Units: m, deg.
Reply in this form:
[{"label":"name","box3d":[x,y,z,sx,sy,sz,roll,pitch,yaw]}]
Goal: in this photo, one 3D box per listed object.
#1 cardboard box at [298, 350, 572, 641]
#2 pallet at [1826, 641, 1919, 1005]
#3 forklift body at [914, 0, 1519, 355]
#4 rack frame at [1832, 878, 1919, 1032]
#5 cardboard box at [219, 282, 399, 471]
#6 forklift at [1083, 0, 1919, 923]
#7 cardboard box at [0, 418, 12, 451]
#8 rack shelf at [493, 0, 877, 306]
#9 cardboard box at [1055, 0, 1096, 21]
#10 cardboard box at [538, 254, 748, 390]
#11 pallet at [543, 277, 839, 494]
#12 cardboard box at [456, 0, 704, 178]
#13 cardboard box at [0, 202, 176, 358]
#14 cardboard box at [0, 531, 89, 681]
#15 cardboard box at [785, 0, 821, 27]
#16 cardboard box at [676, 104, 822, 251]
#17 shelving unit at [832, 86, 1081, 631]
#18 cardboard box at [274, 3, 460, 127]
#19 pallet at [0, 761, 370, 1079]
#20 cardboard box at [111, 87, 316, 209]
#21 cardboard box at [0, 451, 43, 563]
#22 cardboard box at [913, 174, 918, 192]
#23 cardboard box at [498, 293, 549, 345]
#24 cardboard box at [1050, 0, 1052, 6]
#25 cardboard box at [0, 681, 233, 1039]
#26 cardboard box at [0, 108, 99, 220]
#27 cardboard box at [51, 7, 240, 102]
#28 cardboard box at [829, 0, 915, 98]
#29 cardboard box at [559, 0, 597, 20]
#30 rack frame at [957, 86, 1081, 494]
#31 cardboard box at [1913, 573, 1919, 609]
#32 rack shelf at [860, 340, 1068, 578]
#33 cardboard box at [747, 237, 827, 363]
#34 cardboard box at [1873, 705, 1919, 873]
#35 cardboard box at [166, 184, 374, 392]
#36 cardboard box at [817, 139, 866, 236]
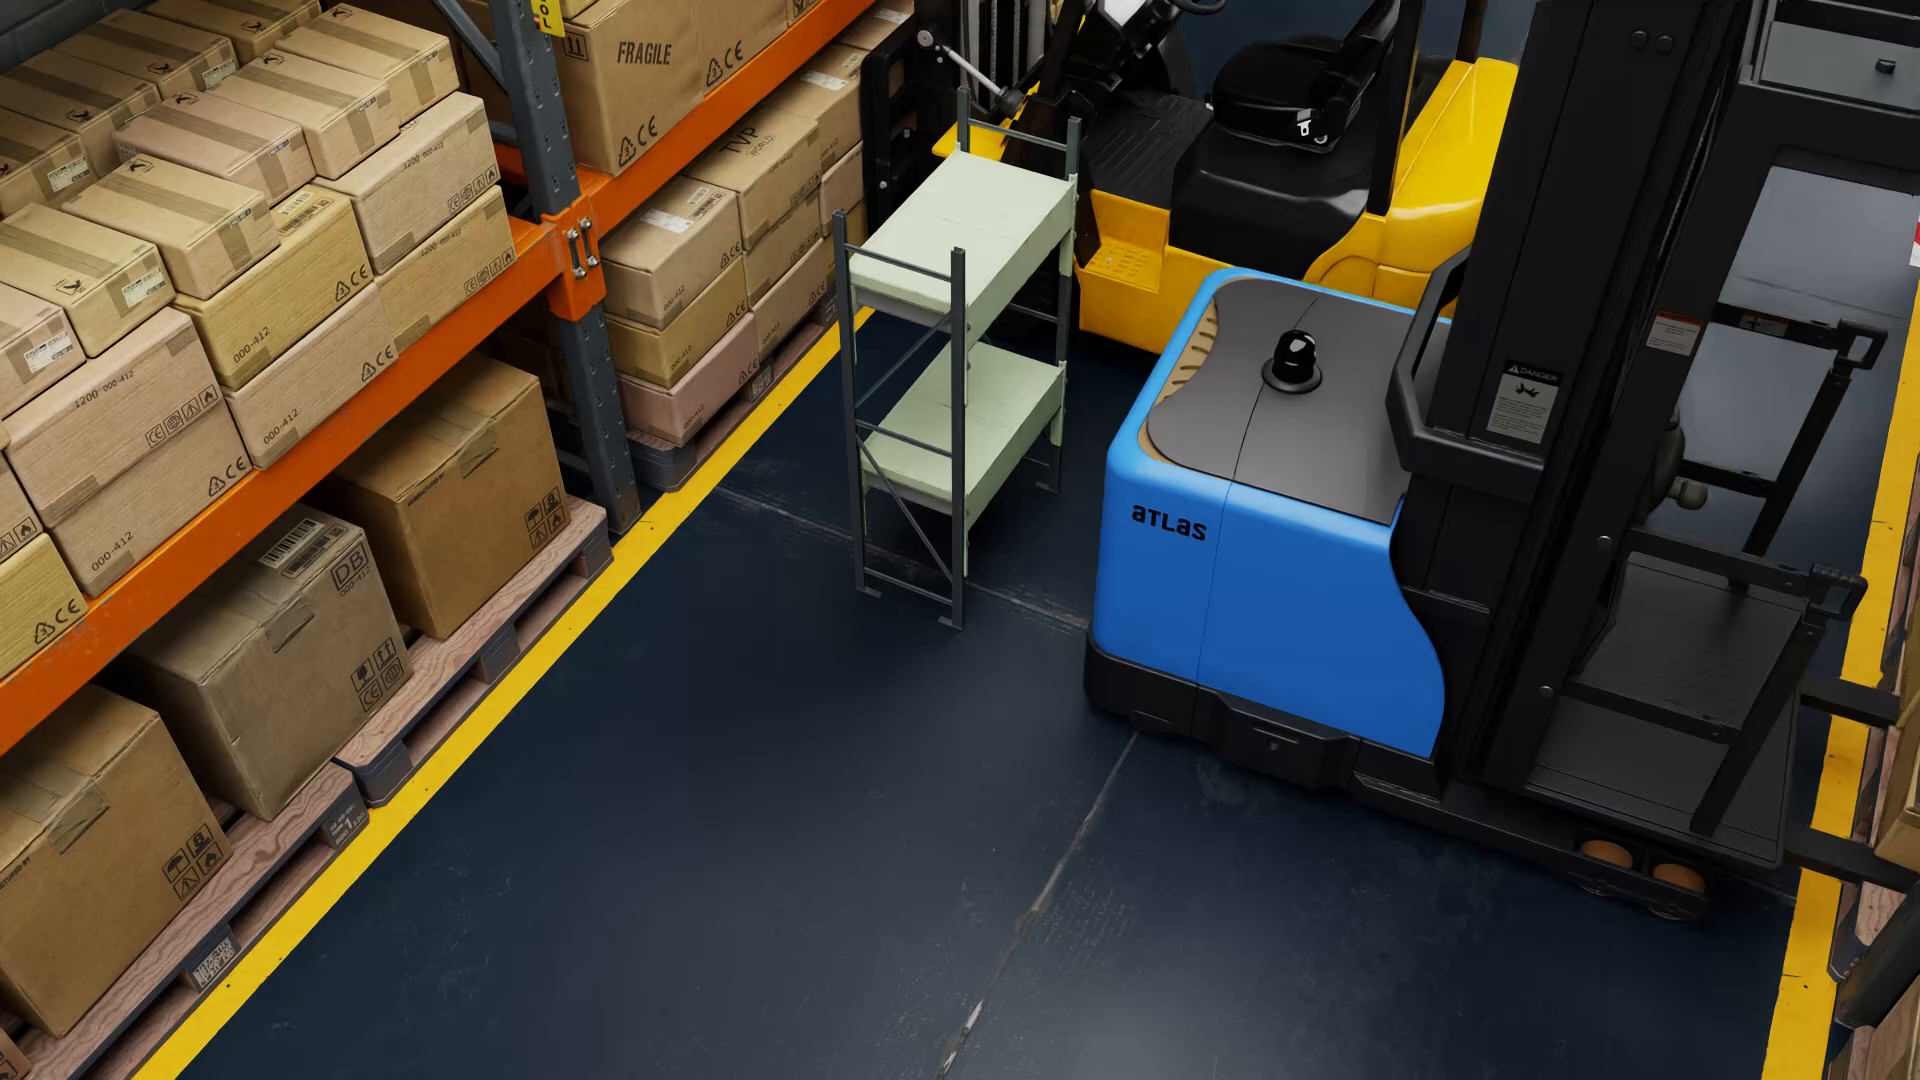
[{"label":"cardboard box","box3d":[-1.816,-0.246,5.259,0.875,0.625,0.625,23,50,21]},{"label":"pallet","box3d":[3.095,0.916,4.696,1.003,0.211,1.213,20,49,19]},{"label":"forklift body","box3d":[1.009,-1.690,5.908,2.313,2.155,1.214,20,49,19]},{"label":"rack frame","box3d":[2.815,0.371,3.275,1.000,3.000,0.127,20,49,19]},{"label":"cardboard box","box3d":[-1.814,-0.491,4.231,0.500,0.250,0.500,20,49,19]},{"label":"forklift","box3d":[1.948,-0.394,4.079,3.031,2.935,1.130,17,48,16]},{"label":"cardboard box","box3d":[-2.167,-0.233,3.345,0.380,0.149,0.250,19,48,18]},{"label":"rack shelf","box3d":[-0.655,-2.273,6.393,1.077,0.370,4.000,20,49,19]},{"label":"cardboard box","box3d":[0.335,-2.566,7.815,0.500,0.250,0.500,21,49,19]},{"label":"cardboard box","box3d":[-1.086,-0.825,5.743,0.500,0.250,0.500,20,49,19]},{"label":"pallet","box3d":[-1.177,-0.773,6.365,1.003,0.211,1.213,20,49,19]},{"label":"cardboard box","box3d":[-1.146,-1.494,5.047,0.500,0.500,0.500,19,48,18]},{"label":"cardboard box","box3d":[-1.991,-0.581,3.689,0.380,0.149,0.250,19,48,18]},{"label":"cardboard box","box3d":[-2.305,0.140,3.608,0.500,0.250,0.500,22,49,20]},{"label":"cardboard box","box3d":[-0.685,-2.147,5.693,0.500,0.500,0.500,20,49,19]},{"label":"cardboard box","box3d":[-0.835,-1.318,5.879,0.500,0.250,0.500,21,49,19]},{"label":"shelving unit","box3d":[0.003,-0.531,5.221,0.431,1.500,0.755,20,49,19]},{"label":"cardboard box","box3d":[-1.545,-1.240,4.341,0.380,0.149,0.250,22,49,20]},{"label":"pallet","box3d":[-2.456,0.963,4.650,1.003,0.211,1.213,20,49,19]},{"label":"cardboard box","box3d":[-1.809,-0.935,4.039,0.380,0.149,0.250,20,49,19]},{"label":"cardboard box","box3d":[-2.311,-0.037,3.431,0.500,0.250,0.500,21,49,20]},{"label":"cardboard box","box3d":[-0.366,-1.609,6.870,0.500,0.250,0.500,22,49,20]},{"label":"cardboard box","box3d":[-1.539,-0.997,5.913,0.500,0.250,0.500,19,48,18]},{"label":"cardboard box","box3d":[0.082,-2.420,7.319,0.500,0.250,0.500,20,49,19]},{"label":"cardboard box","box3d":[-2.530,0.714,4.309,0.875,0.625,0.625,19,48,17]},{"label":"cardboard box","box3d":[-2.325,-0.902,4.006,0.380,0.149,0.250,20,49,19]},{"label":"cardboard box","box3d":[-2.108,-1.227,4.327,0.380,0.149,0.250,19,48,18]},{"label":"cardboard box","box3d":[-0.363,-1.963,6.517,0.500,0.250,0.500,20,49,18]},{"label":"cardboard box","box3d":[-1.203,-1.643,4.738,0.380,0.149,0.250,20,49,18]},{"label":"rack frame","box3d":[0.173,-0.762,5.449,0.400,1.500,0.023,20,49,19]},{"label":"cardboard box","box3d":[3.330,0.071,5.209,0.500,0.250,0.500,21,49,20]},{"label":"rack shelf","box3d":[0.003,-0.302,5.453,0.431,0.370,0.720,20,49,19]},{"label":"cardboard box","box3d":[-0.844,-0.967,6.235,0.500,0.250,0.500,19,48,18]},{"label":"cardboard box","box3d":[2.851,0.729,4.559,0.500,0.250,0.500,23,50,21]},{"label":"cardboard box","box3d":[-1.817,-0.668,4.056,0.500,0.250,0.500,19,48,18]},{"label":"cardboard box","box3d":[-0.610,-1.456,6.367,0.500,0.250,0.500,20,49,19]}]
